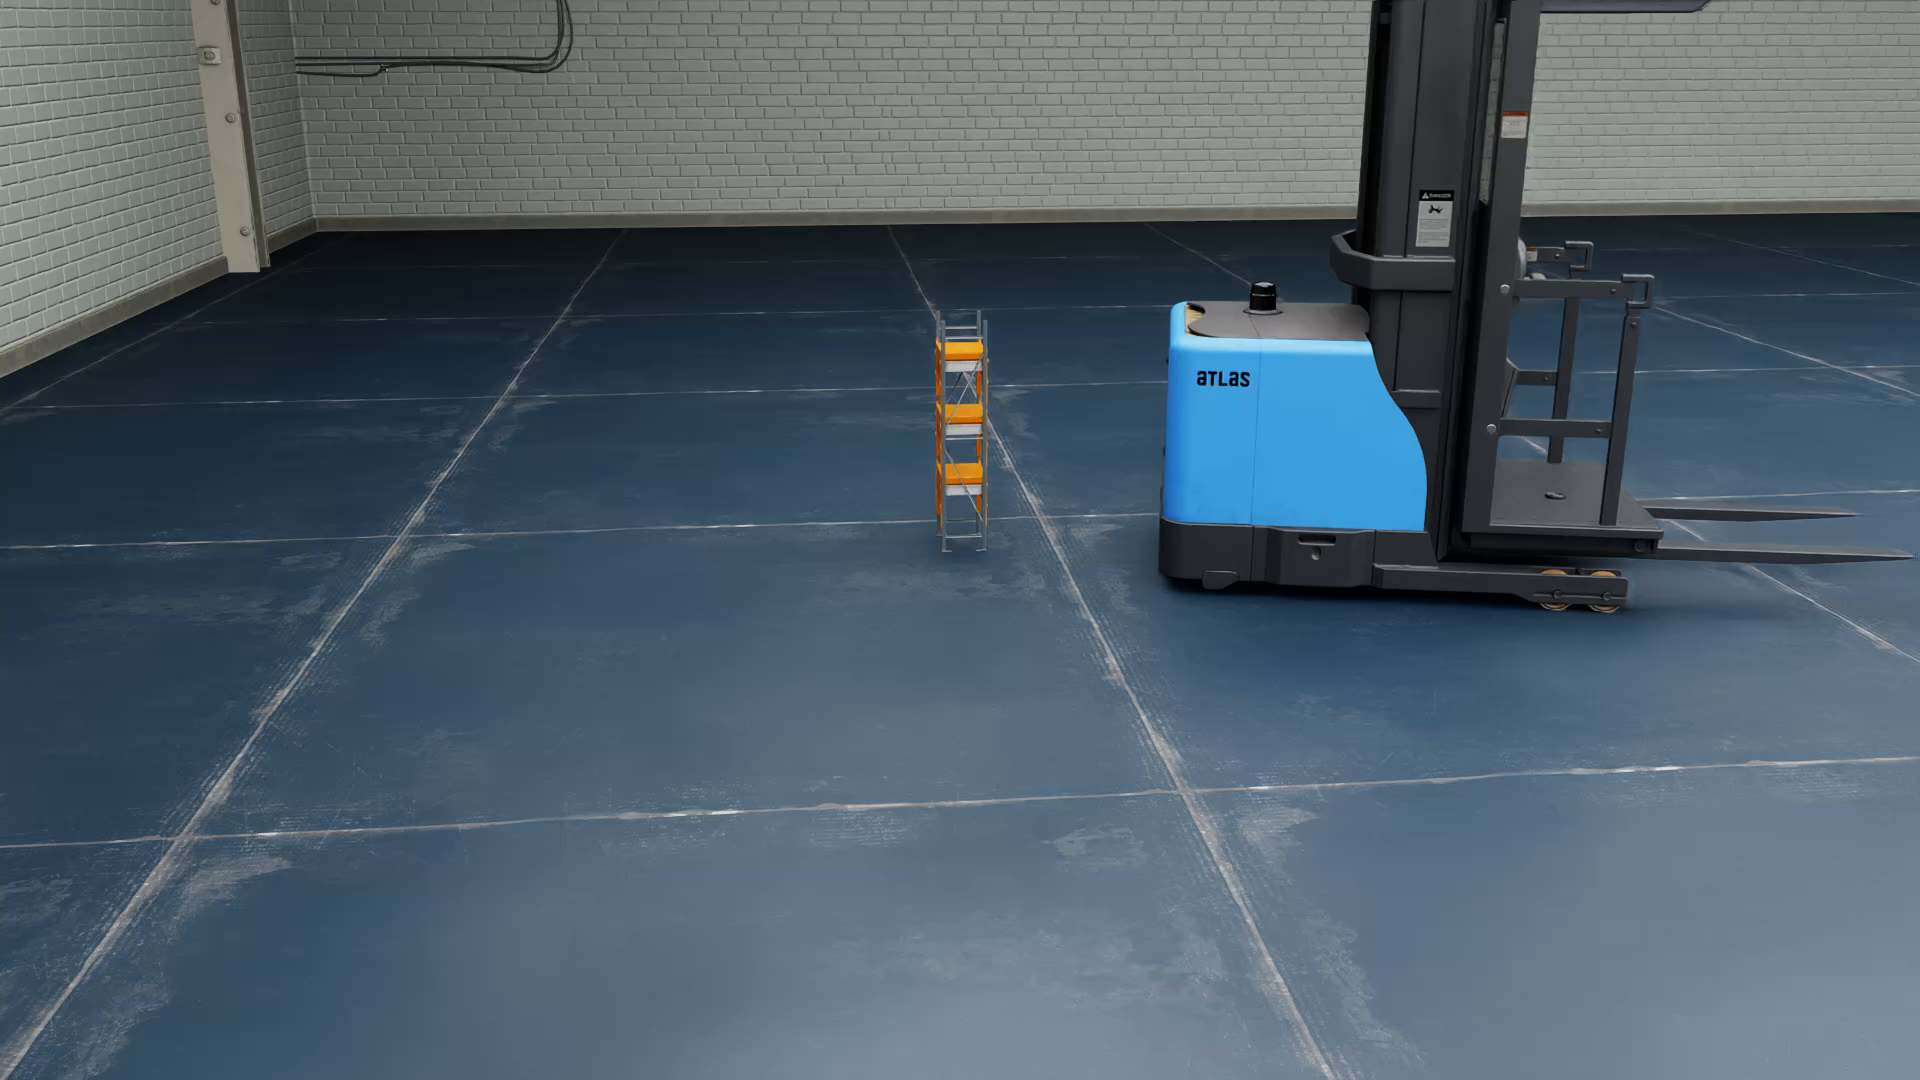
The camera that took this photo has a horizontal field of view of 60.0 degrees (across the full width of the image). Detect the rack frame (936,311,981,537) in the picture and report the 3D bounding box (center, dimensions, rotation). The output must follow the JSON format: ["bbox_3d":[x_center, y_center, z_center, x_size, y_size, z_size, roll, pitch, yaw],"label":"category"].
[{"bbox_3d":[-0.007,-0.521,7.585,0.200,1.050,0.008,-2,18,-6],"label":"rack frame"}]

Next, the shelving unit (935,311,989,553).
[{"bbox_3d":[0.006,-0.485,7.469,0.215,1.050,0.252,-2,18,-6],"label":"shelving unit"}]

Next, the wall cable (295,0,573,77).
[{"bbox_3d":[-5.817,-6.327,17.991,3.097,2.526,0.112,-2,18,-6],"label":"wall cable"}]

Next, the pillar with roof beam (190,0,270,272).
[{"bbox_3d":[-2.546,-7.023,15.024,9.100,9.000,0.400,-2,18,-6],"label":"pillar with roof beam"}]

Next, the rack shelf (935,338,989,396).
[{"bbox_3d":[0.006,-0.746,7.387,0.215,0.259,0.240,-2,18,-6],"label":"rack shelf"}]

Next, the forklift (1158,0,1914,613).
[{"bbox_3d":[2.394,-1.272,6.836,3.031,2.935,1.130,2,18,7],"label":"forklift"}]

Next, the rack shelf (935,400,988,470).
[{"bbox_3d":[0.006,-0.475,7.472,0.215,0.259,0.240,-2,18,-6],"label":"rack shelf"}]

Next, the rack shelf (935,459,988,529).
[{"bbox_3d":[0.006,-0.210,7.555,0.215,0.259,0.240,-2,18,-6],"label":"rack shelf"}]

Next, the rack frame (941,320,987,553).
[{"bbox_3d":[0.018,-0.449,7.353,0.200,1.050,0.008,-2,18,-6],"label":"rack frame"}]
